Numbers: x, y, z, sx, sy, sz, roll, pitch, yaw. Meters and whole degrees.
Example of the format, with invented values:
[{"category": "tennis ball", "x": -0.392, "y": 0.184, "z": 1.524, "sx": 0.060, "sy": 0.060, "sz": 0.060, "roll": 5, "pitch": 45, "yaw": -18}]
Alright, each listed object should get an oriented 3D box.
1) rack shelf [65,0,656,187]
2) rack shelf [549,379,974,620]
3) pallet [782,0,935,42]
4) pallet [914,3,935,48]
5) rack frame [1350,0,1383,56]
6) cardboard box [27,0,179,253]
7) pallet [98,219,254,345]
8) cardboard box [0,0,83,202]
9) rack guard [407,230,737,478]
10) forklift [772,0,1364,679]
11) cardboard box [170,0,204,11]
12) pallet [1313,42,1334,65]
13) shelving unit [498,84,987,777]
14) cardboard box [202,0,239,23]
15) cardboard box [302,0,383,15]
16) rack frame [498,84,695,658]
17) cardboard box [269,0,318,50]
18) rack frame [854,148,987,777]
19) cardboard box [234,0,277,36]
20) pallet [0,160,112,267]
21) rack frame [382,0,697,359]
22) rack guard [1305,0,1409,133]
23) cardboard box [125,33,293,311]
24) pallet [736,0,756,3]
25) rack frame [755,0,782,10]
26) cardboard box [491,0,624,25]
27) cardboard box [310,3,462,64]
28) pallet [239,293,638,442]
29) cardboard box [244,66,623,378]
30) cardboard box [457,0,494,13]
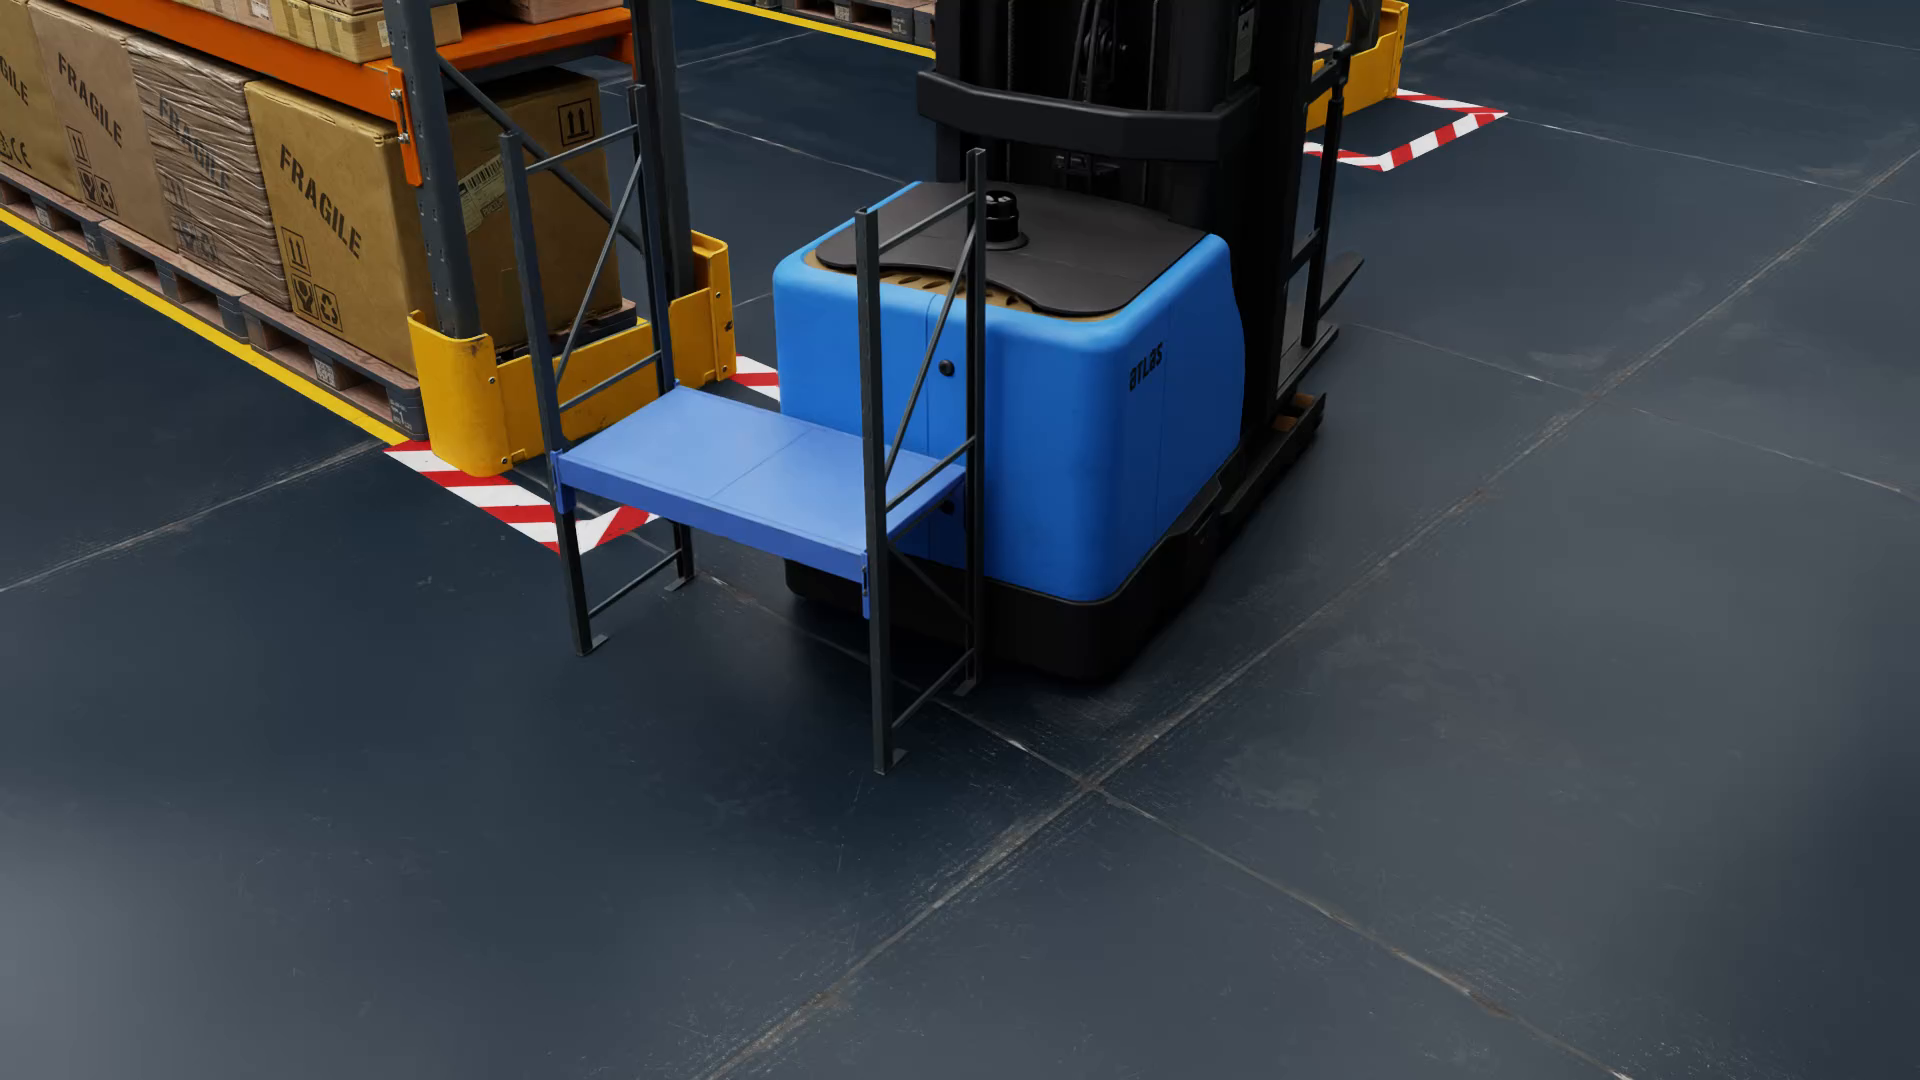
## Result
[{"category": "rack shelf", "x": -2.840, "y": -2.156, "z": 6.621, "sx": 4.000, "sy": 0.370, "sz": 1.077, "roll": 25, "pitch": 39, "yaw": 35}, {"category": "rack shelf", "x": -0.514, "y": -0.133, "z": 4.364, "sx": 1.000, "sy": 0.185, "sz": 0.538, "roll": 17, "pitch": 35, "yaw": 26}, {"category": "pallet", "x": -0.428, "y": -3.616, "z": 11.052, "sx": 1.213, "sy": 0.211, "sz": 1.003, "roll": 25, "pitch": 39, "yaw": 35}, {"category": "pallet", "x": 0.481, "y": -3.194, "z": 10.351, "sx": 1.213, "sy": 0.211, "sz": 1.003, "roll": 25, "pitch": 39, "yaw": 35}, {"category": "rack frame", "x": 1.966, "y": -3.666, "z": 8.431, "sx": 0.127, "sy": 3.000, "sz": 1.000, "roll": 25, "pitch": 39, "yaw": 35}, {"category": "cardboard box", "x": -3.220, "y": -1.856, "z": 7.077, "sx": 0.875, "sy": 0.875, "sz": 0.875, "roll": 25, "pitch": 39, "yaw": 35}, {"category": "pallet", "x": -2.903, "y": -1.246, "z": 7.116, "sx": 1.213, "sy": 0.211, "sz": 1.003, "roll": 25, "pitch": 39, "yaw": 35}, {"category": "cardboard box", "x": -3.887, "y": -2.167, "z": 7.594, "sx": 0.875, "sy": 0.875, "sz": 0.875, "roll": 25, "pitch": 39, "yaw": 35}, {"category": "rack guard", "x": -1.339, "y": -0.693, "z": 5.916, "sx": 0.348, "sy": 0.500, "sz": 1.175, "roll": 25, "pitch": 39, "yaw": 35}, {"category": "forklift", "x": 0.625, "y": -1.615, "z": 5.091, "sx": 1.130, "sy": 2.935, "sz": 3.031, "roll": 15, "pitch": 34, "yaw": 24}, {"category": "cardboard box", "x": -2.600, "y": -2.015, "z": 5.932, "sx": 0.250, "sy": 0.149, "sz": 0.380, "roll": 24, "pitch": 39, "yaw": 34}, {"category": "pallet", "x": 1.381, "y": -2.772, "z": 9.649, "sx": 1.213, "sy": 0.211, "sz": 1.003, "roll": 25, "pitch": 39, "yaw": 35}, {"category": "shelving unit", "x": -0.514, "y": -0.287, "z": 4.271, "sx": 1.048, "sy": 1.500, "sz": 0.538, "roll": 17, "pitch": 35, "yaw": 26}, {"category": "cardboard box", "x": -2.407, "y": -1.925, "z": 5.784, "sx": 0.250, "sy": 0.149, "sz": 0.380, "roll": 26, "pitch": 40, "yaw": 36}, {"category": "cardboard box", "x": -1.895, "y": -1.901, "z": 5.357, "sx": 0.500, "sy": 0.250, "sz": 0.500, "roll": 24, "pitch": 39, "yaw": 34}, {"category": "rack frame", "x": -0.950, "y": -0.422, "z": 4.495, "sx": 0.032, "sy": 1.500, "sz": 0.500, "roll": 17, "pitch": 35, "yaw": 26}, {"category": "cardboard box", "x": -2.036, "y": -1.751, "z": 5.494, "sx": 0.250, "sy": 0.149, "sz": 0.380, "roll": 25, "pitch": 39, "yaw": 36}, {"category": "rack frame", "x": -0.079, "y": -0.152, "z": 4.046, "sx": 0.032, "sy": 1.500, "sz": 0.500, "roll": 17, "pitch": 35, "yaw": 26}, {"category": "cardboard box", "x": -2.222, "y": -1.839, "z": 5.640, "sx": 0.250, "sy": 0.149, "sz": 0.380, "roll": 25, "pitch": 39, "yaw": 35}, {"category": "pallet", "x": -3.812, "y": -1.669, "z": 7.817, "sx": 1.213, "sy": 0.211, "sz": 1.003, "roll": 25, "pitch": 39, "yaw": 35}, {"category": "rack frame", "x": -1.357, "y": -1.772, "z": 5.285, "sx": 0.127, "sy": 3.000, "sz": 1.000, "roll": 25, "pitch": 39, "yaw": 35}, {"category": "rack guard", "x": 1.993, "y": -2.592, "z": 9.070, "sx": 0.348, "sy": 0.500, "sz": 1.175, "roll": 25, "pitch": 39, "yaw": 35}, {"category": "cardboard box", "x": -2.560, "y": -1.547, "z": 6.565, "sx": 0.875, "sy": 0.875, "sz": 0.875, "roll": 25, "pitch": 39, "yaw": 35}, {"category": "pallet", "x": -1.543, "y": -4.139, "z": 11.920, "sx": 1.213, "sy": 0.211, "sz": 1.003, "roll": 25, "pitch": 39, "yaw": 35}, {"category": "rack frame", "x": -0.999, "y": -5.050, "z": 10.731, "sx": 0.127, "sy": 3.000, "sz": 1.000, "roll": 25, "pitch": 39, "yaw": 35}, {"category": "cardboard box", "x": -1.399, "y": -1.913, "z": 5.764, "sx": 0.250, "sy": 0.149, "sz": 0.380, "roll": 26, "pitch": 39, "yaw": 36}, {"category": "cardboard box", "x": -1.842, "y": -1.662, "z": 5.346, "sx": 0.250, "sy": 0.149, "sz": 0.380, "roll": 26, "pitch": 40, "yaw": 36}, {"category": "pallet", "x": -2.002, "y": -0.824, "z": 6.414, "sx": 1.213, "sy": 0.211, "sz": 1.003, "roll": 25, "pitch": 39, "yaw": 35}, {"category": "cardboard box", "x": -1.885, "y": -1.233, "z": 6.042, "sx": 0.875, "sy": 0.875, "sz": 0.875, "roll": 25, "pitch": 39, "yaw": 35}, {"category": "cardboard box", "x": -1.590, "y": -2.002, "z": 5.910, "sx": 0.250, "sy": 0.149, "sz": 0.380, "roll": 24, "pitch": 39, "yaw": 34}]
